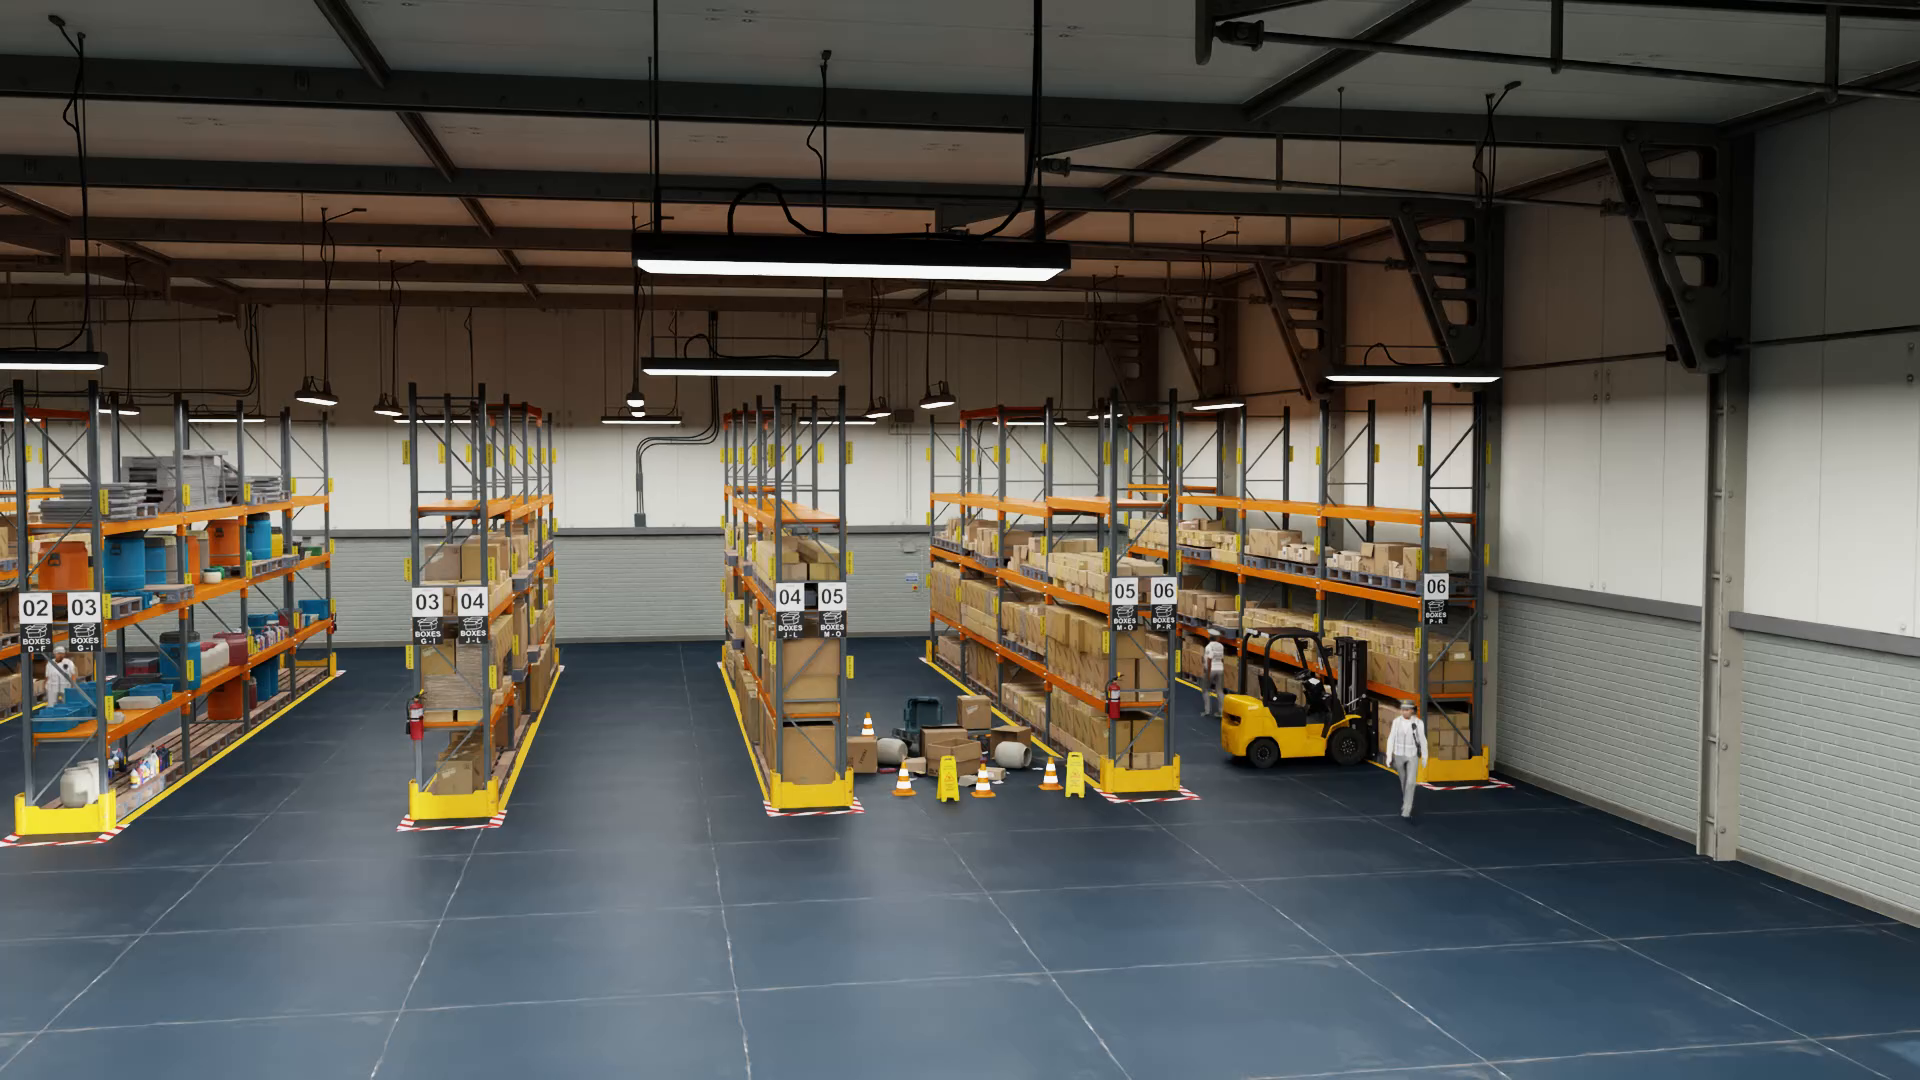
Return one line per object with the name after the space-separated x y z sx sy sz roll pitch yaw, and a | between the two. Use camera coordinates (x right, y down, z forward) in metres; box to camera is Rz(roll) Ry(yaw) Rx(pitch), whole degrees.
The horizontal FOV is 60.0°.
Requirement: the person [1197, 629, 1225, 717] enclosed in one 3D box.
4.885 2.575 31.839 0.464 1.728 0.612 -1 3 -24 | person

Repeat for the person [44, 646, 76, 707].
-16.071 2.687 29.699 0.499 1.605 0.972 -2 3 -29 | person

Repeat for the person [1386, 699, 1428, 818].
6.163 3.008 23.026 0.519 1.609 1.018 2 3 33 | person
